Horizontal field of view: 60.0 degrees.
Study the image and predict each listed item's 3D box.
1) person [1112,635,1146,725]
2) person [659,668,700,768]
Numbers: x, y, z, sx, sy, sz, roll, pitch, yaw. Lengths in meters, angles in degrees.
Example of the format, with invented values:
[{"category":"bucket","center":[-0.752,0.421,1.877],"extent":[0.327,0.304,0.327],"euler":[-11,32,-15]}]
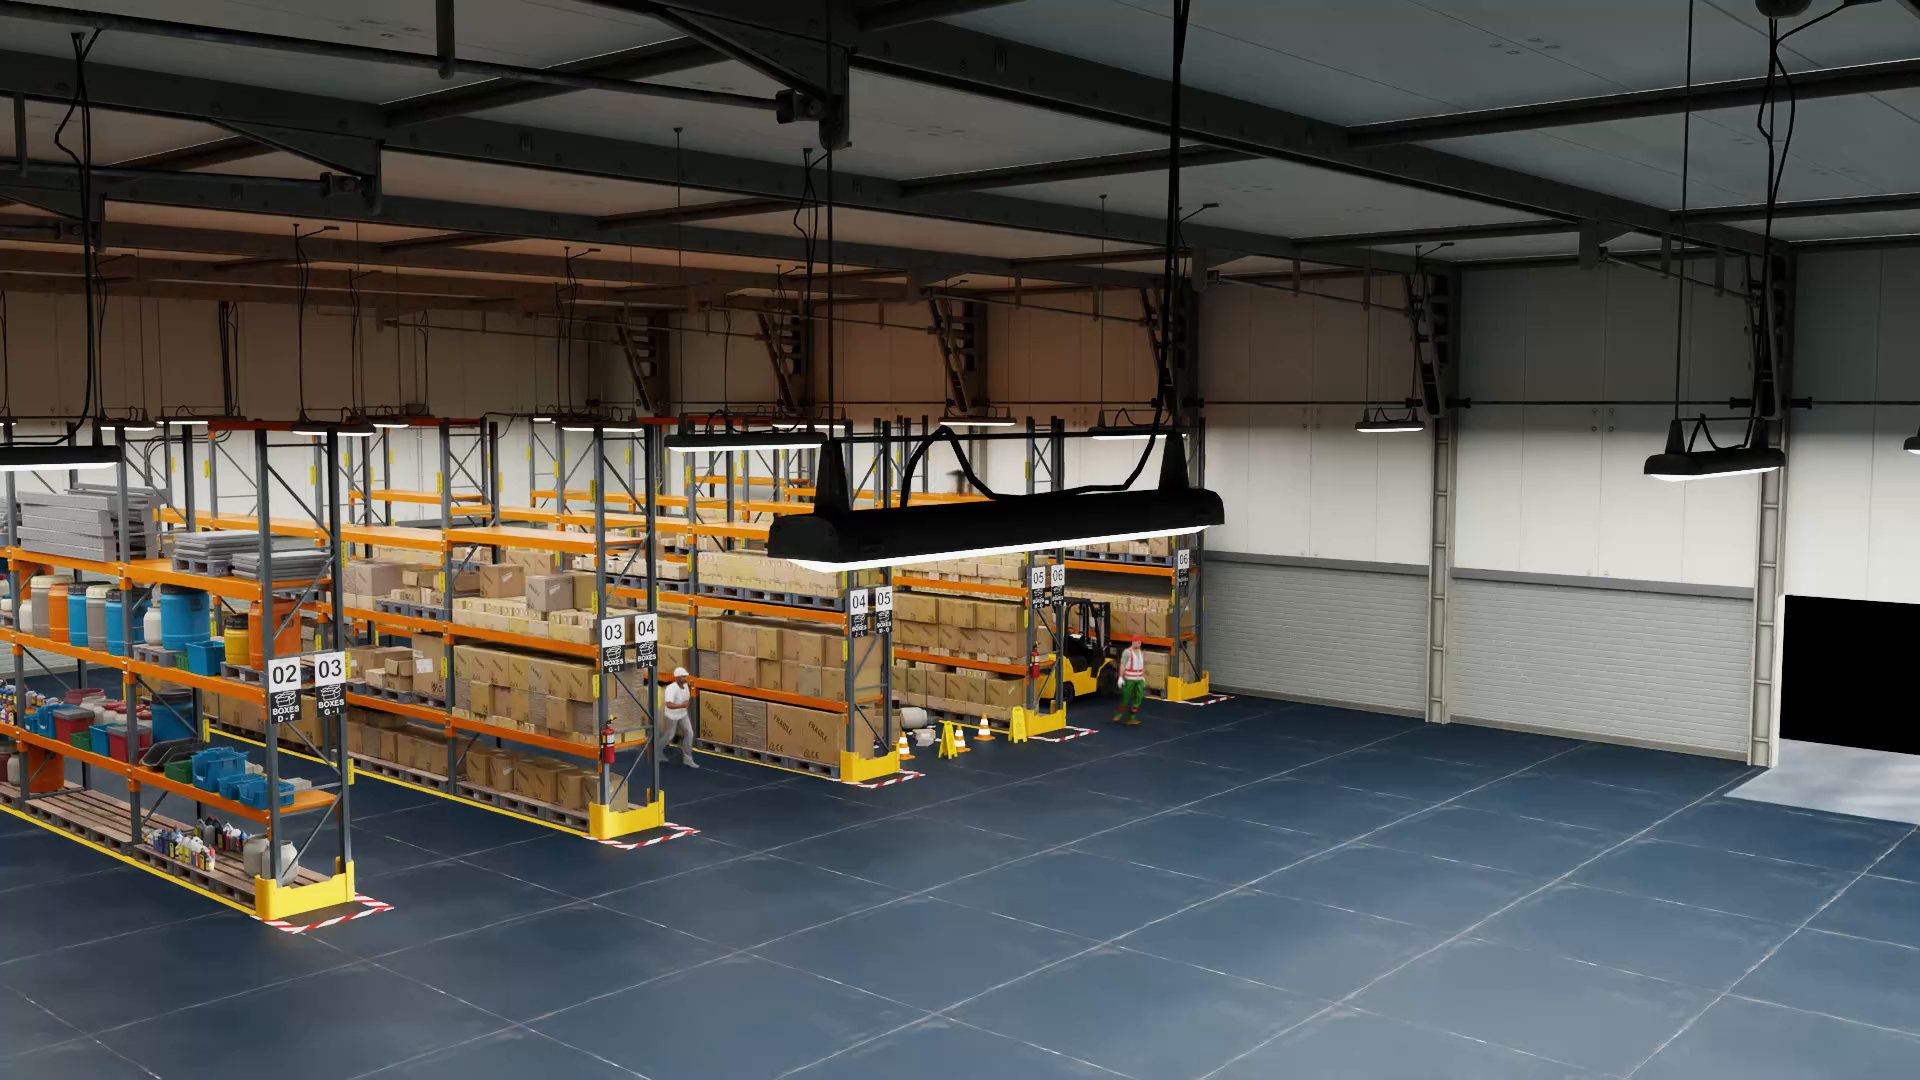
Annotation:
[{"category":"person","center":[3.315,2.733,32.675],"extent":[0.653,1.766,0.493],"euler":[-3,6,-34]},{"category":"person","center":[-4.928,3.067,28.824],"extent":[0.973,1.756,0.716],"euler":[3,6,35]}]
